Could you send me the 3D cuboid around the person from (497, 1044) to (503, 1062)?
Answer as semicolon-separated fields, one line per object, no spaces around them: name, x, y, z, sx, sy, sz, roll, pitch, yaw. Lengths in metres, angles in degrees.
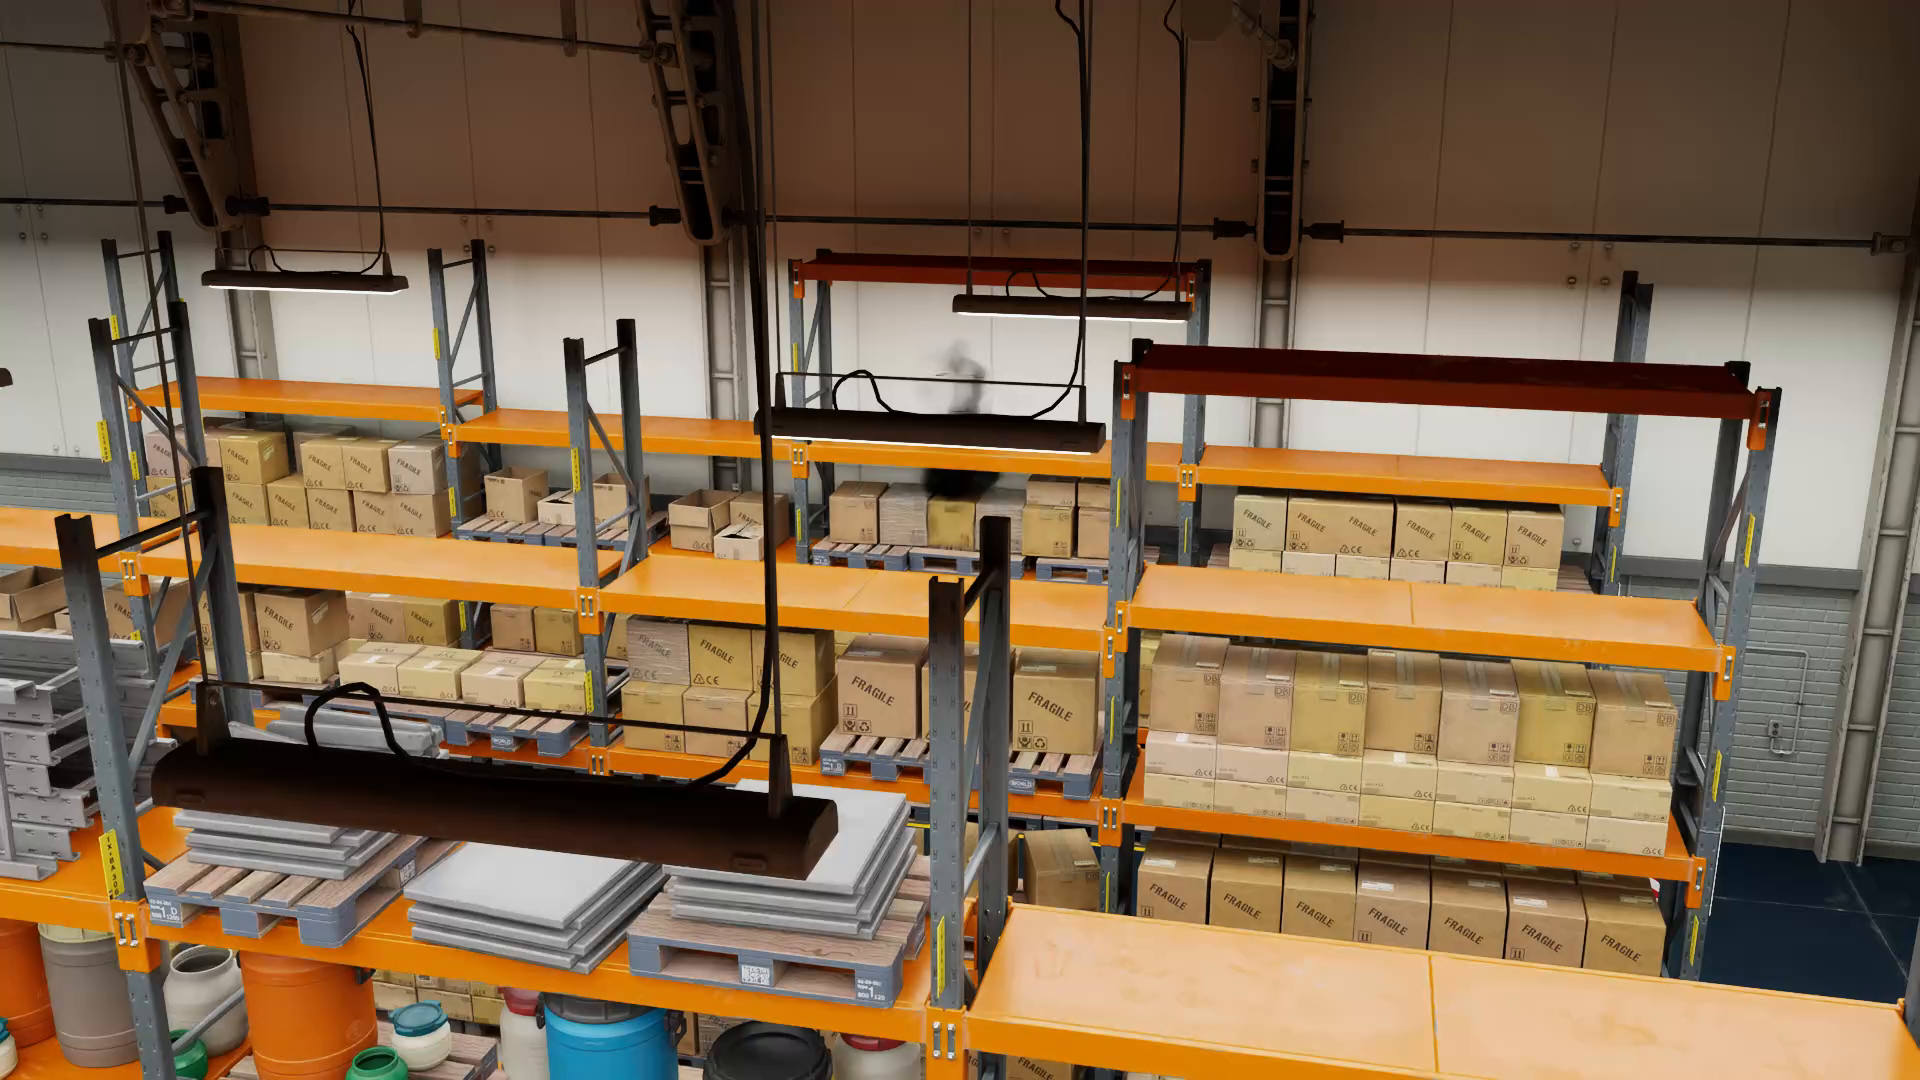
person;-3.139;4.151;11.251;0.576;1.642;0.612;2;16;7
